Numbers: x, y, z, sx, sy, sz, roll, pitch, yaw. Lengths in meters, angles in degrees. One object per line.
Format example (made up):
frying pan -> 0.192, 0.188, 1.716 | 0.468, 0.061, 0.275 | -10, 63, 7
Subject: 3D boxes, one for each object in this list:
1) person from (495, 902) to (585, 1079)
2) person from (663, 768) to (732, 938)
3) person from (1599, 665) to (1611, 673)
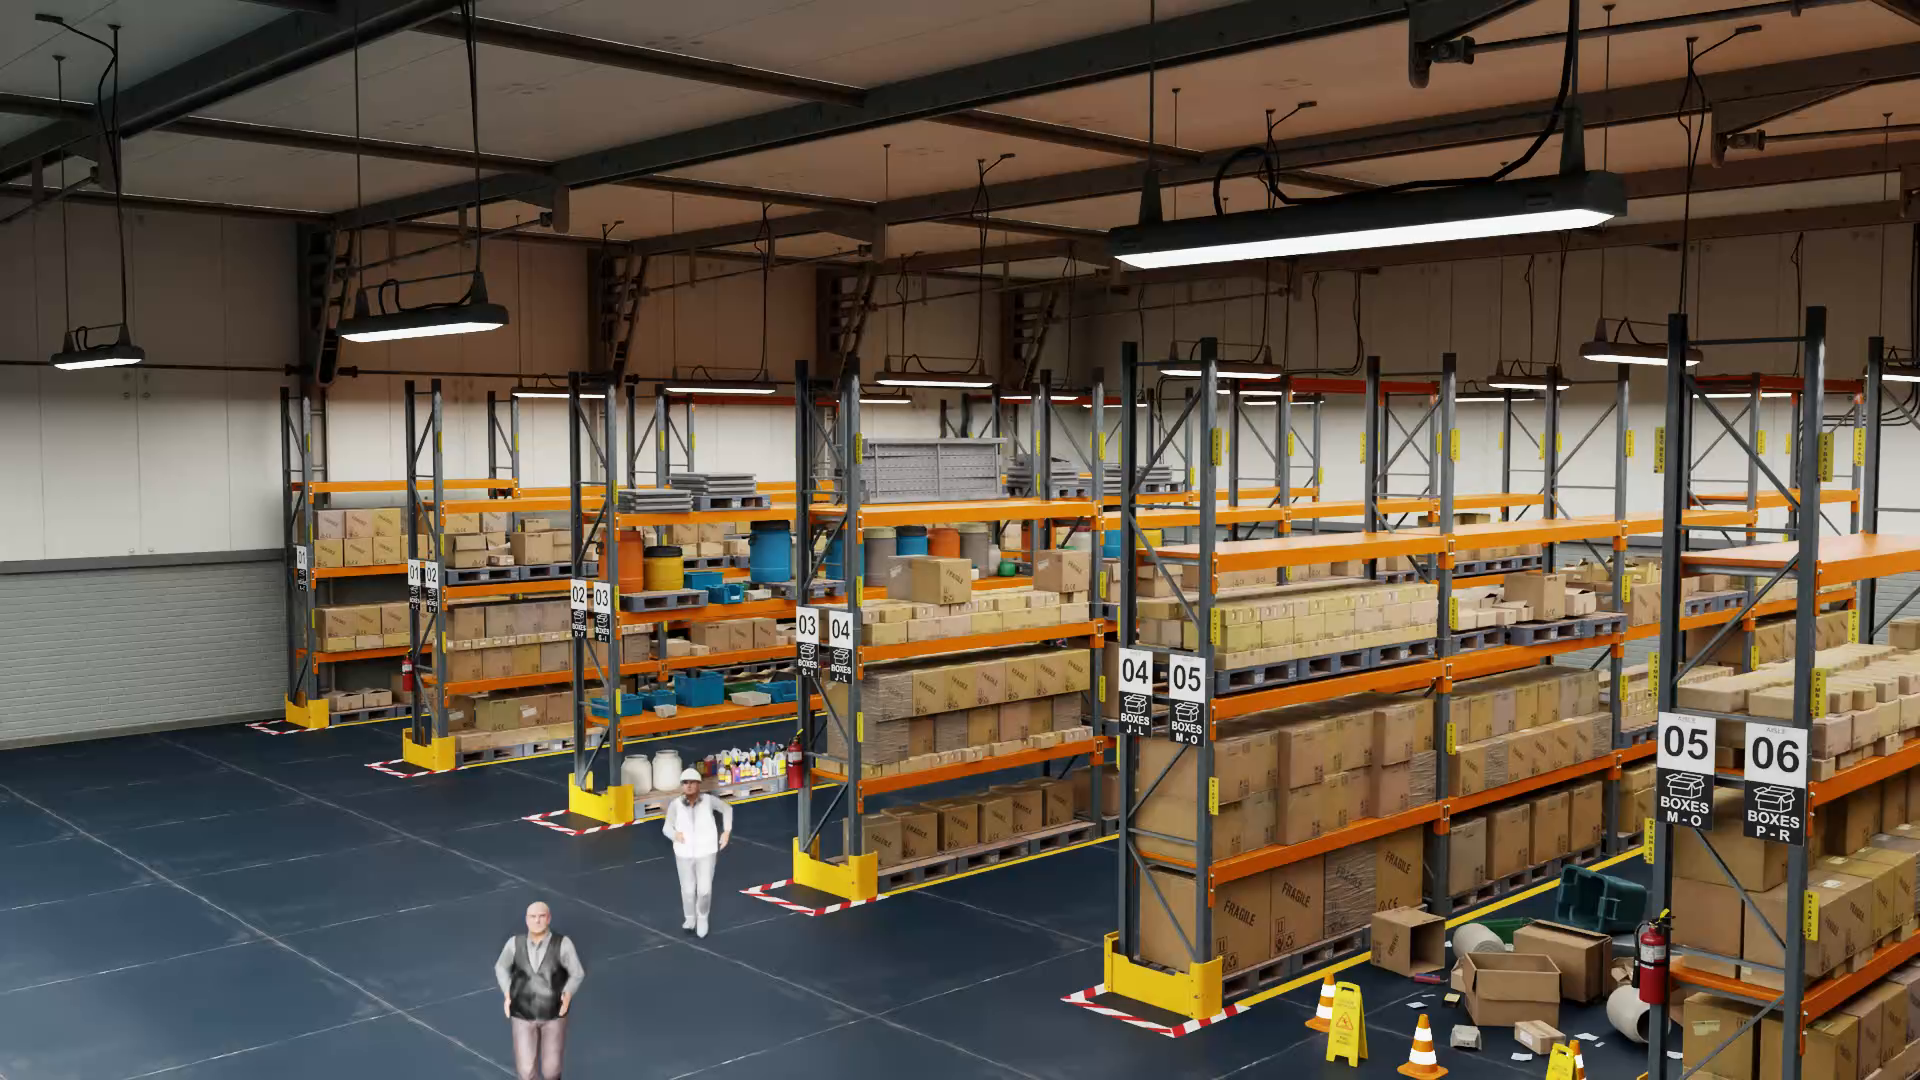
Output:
person -> -3.131, 3.537, 12.379 | 0.662, 1.712, 0.819 | -1, 4, -9
person -> -2.684, 3.187, 16.977 | 0.672, 1.736, 0.838 | 0, 4, -1
person -> 9.886, 2.726, 25.229 | 0.679, 1.699, 0.625 | -2, 4, -34
